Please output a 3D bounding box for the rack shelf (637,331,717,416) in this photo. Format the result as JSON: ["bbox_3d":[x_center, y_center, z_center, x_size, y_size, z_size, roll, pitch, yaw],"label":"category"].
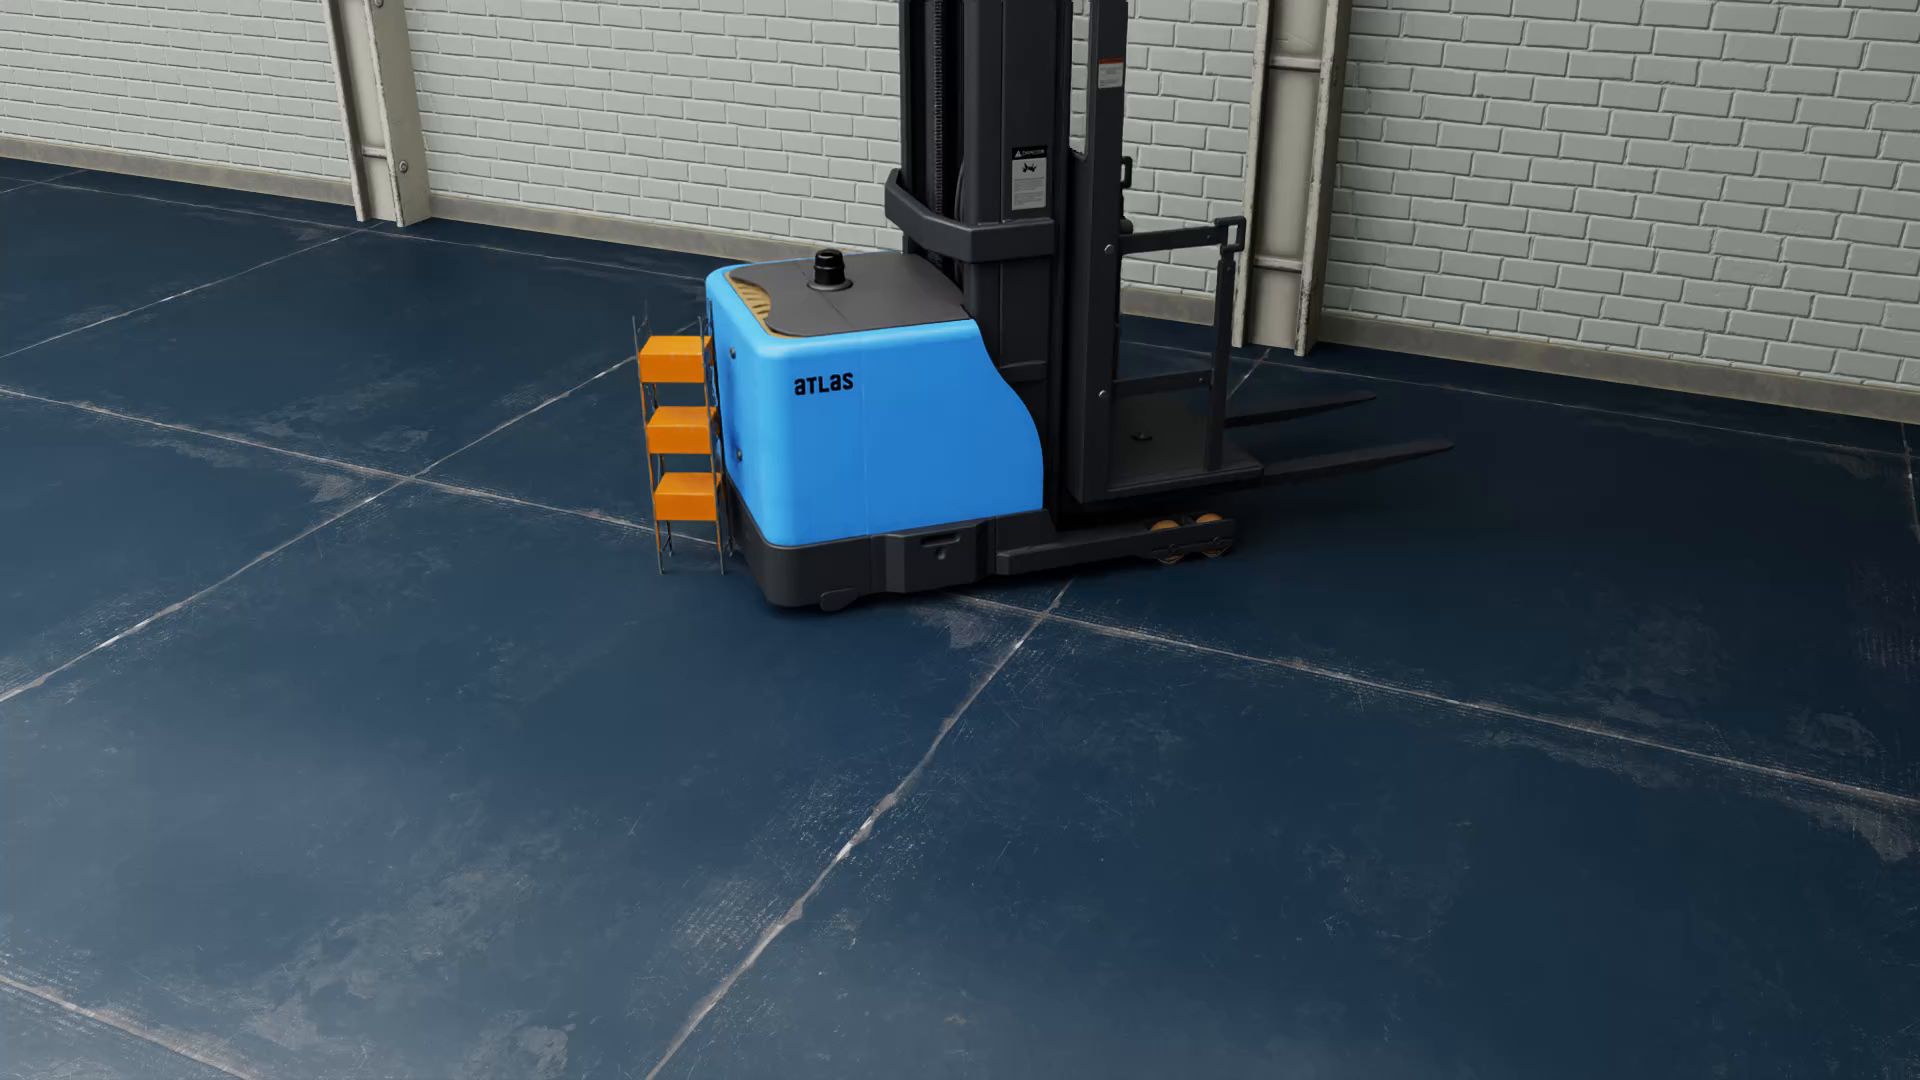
[{"bbox_3d":[-1.049,-0.622,6.203,0.240,0.259,0.215,1,26,3],"label":"rack shelf"}]

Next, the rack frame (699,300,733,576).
[{"bbox_3d":[-0.923,-0.376,6.316,0.008,1.050,0.200,1,26,3],"label":"rack frame"}]

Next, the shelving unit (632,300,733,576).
[{"bbox_3d":[-1.045,-0.377,6.323,0.252,1.050,0.215,1,26,3],"label":"shelving unit"}]

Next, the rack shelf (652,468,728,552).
[{"bbox_3d":[-1.040,-0.118,6.450,0.240,0.259,0.215,1,26,3],"label":"rack shelf"}]

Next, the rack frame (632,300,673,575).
[{"bbox_3d":[-1.167,-0.379,6.330,0.008,1.050,0.200,1,26,3],"label":"rack frame"}]

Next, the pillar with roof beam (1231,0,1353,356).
[{"bbox_3d":[-0.095,-3.364,3.394,0.400,9.000,9.100,11,28,22],"label":"pillar with roof beam"}]

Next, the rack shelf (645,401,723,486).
[{"bbox_3d":[-1.045,-0.368,6.328,0.240,0.259,0.215,1,26,3],"label":"rack shelf"}]

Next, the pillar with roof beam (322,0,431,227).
[{"bbox_3d":[-5.557,-4.461,5.622,0.400,9.000,9.100,11,28,22],"label":"pillar with roof beam"}]

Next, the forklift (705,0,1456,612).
[{"bbox_3d":[0.570,-1.433,6.343,3.031,2.935,1.130,-9,28,-17],"label":"forklift"}]
